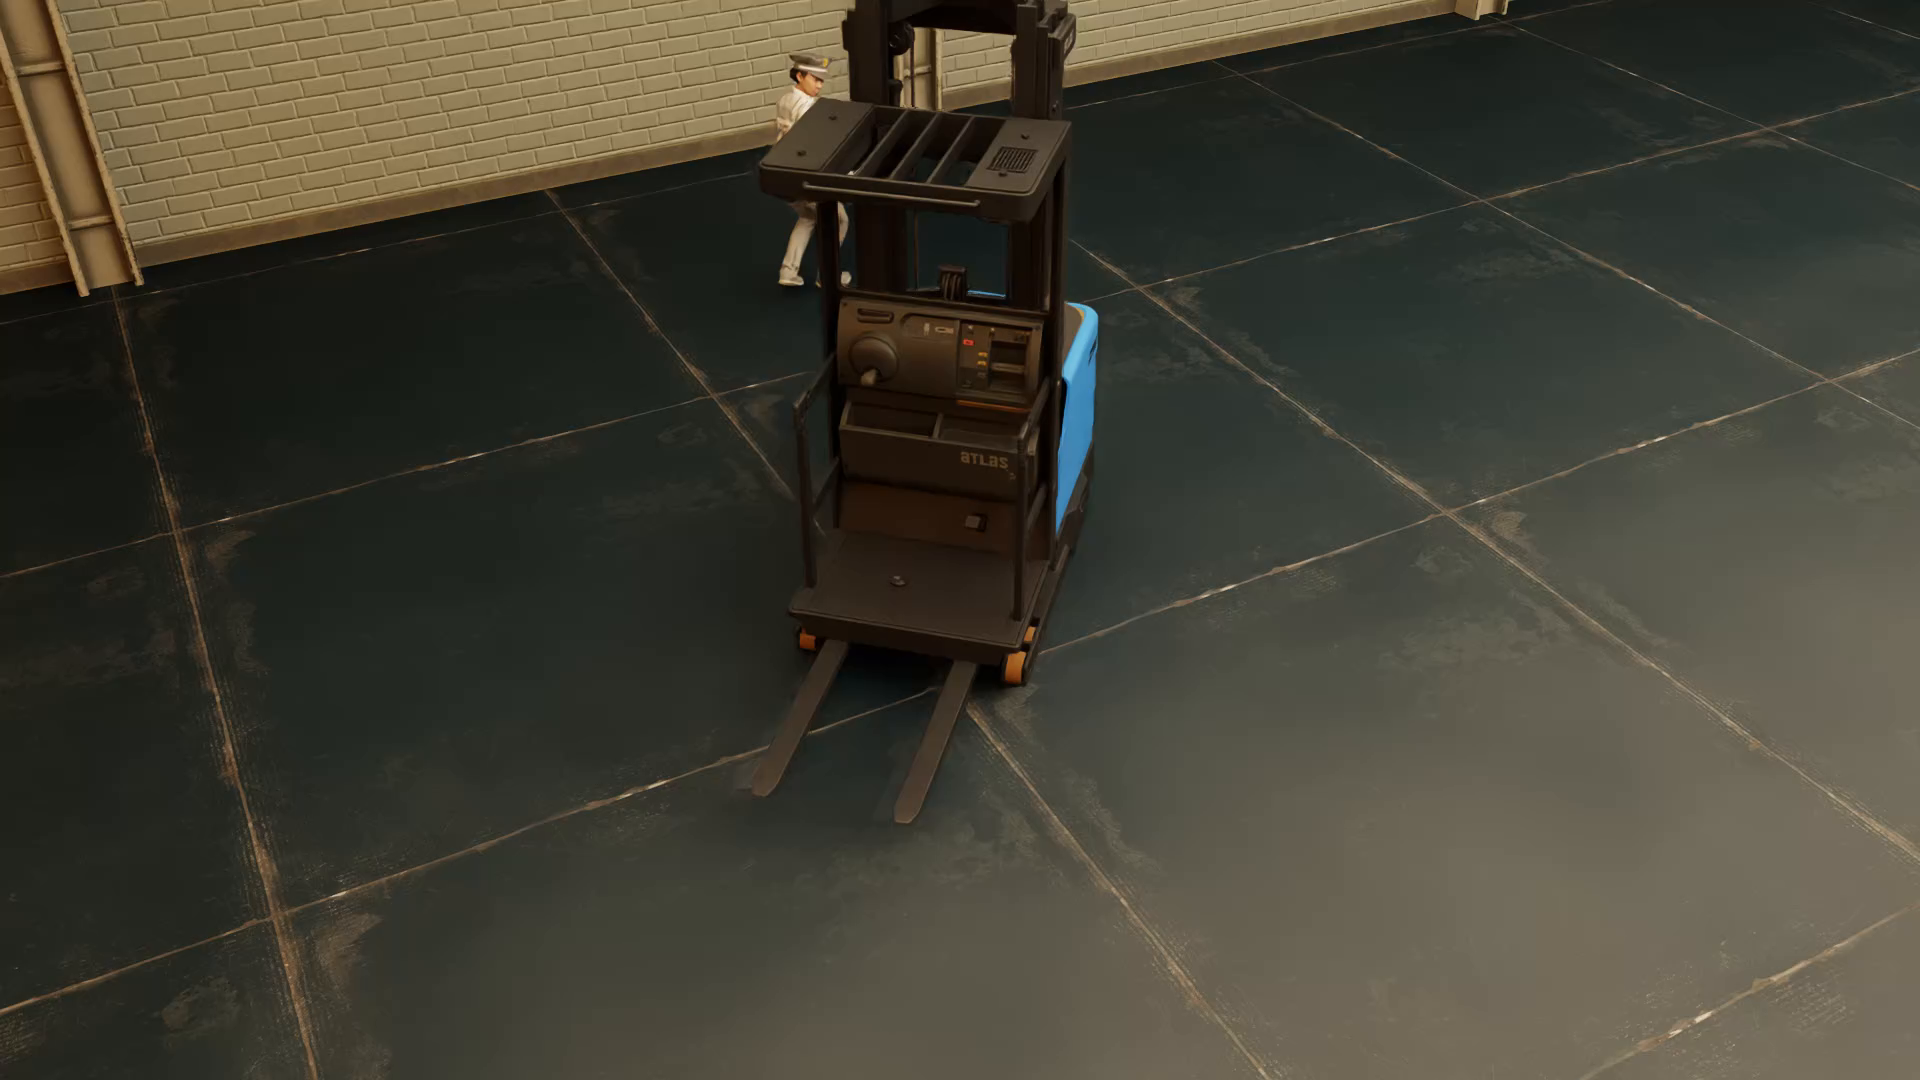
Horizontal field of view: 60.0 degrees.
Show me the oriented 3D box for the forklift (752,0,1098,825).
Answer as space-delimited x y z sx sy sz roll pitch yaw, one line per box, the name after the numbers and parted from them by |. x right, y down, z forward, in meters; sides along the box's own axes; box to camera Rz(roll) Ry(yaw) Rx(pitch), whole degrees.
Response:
-0.146 -0.770 7.213 1.130 2.935 3.031 9 36 12 | forklift

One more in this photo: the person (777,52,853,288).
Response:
-0.874 -2.337 10.605 0.690 1.575 0.761 -30 45 -35 | person
